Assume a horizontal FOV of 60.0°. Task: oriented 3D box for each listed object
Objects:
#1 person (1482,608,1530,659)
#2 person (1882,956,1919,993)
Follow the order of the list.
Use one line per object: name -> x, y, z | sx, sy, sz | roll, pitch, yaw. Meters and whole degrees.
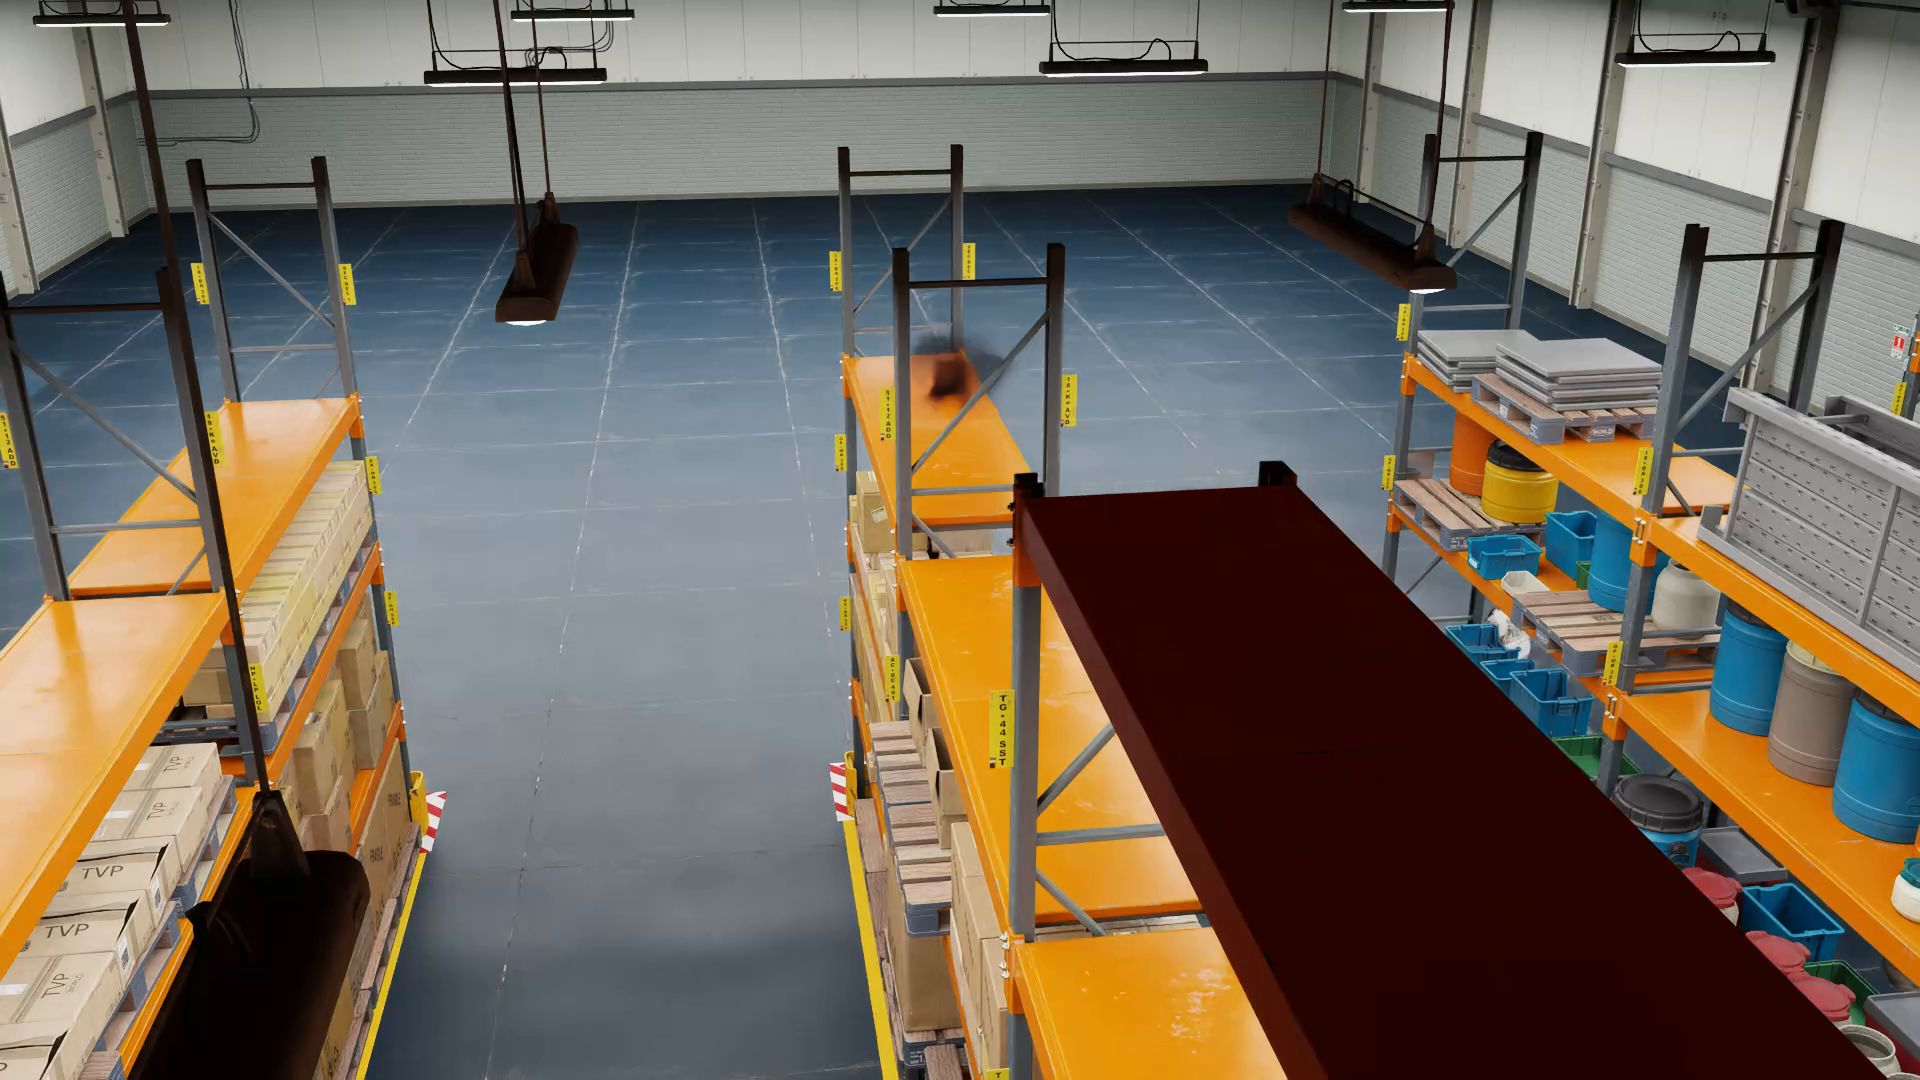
person -> 5.493, 1.143, 16.620 | 0.644, 1.618, 0.580 | -14, 26, -32
person -> 7.082, 2.865, 12.102 | 0.638, 1.681, 0.586 | -4, 22, -9
